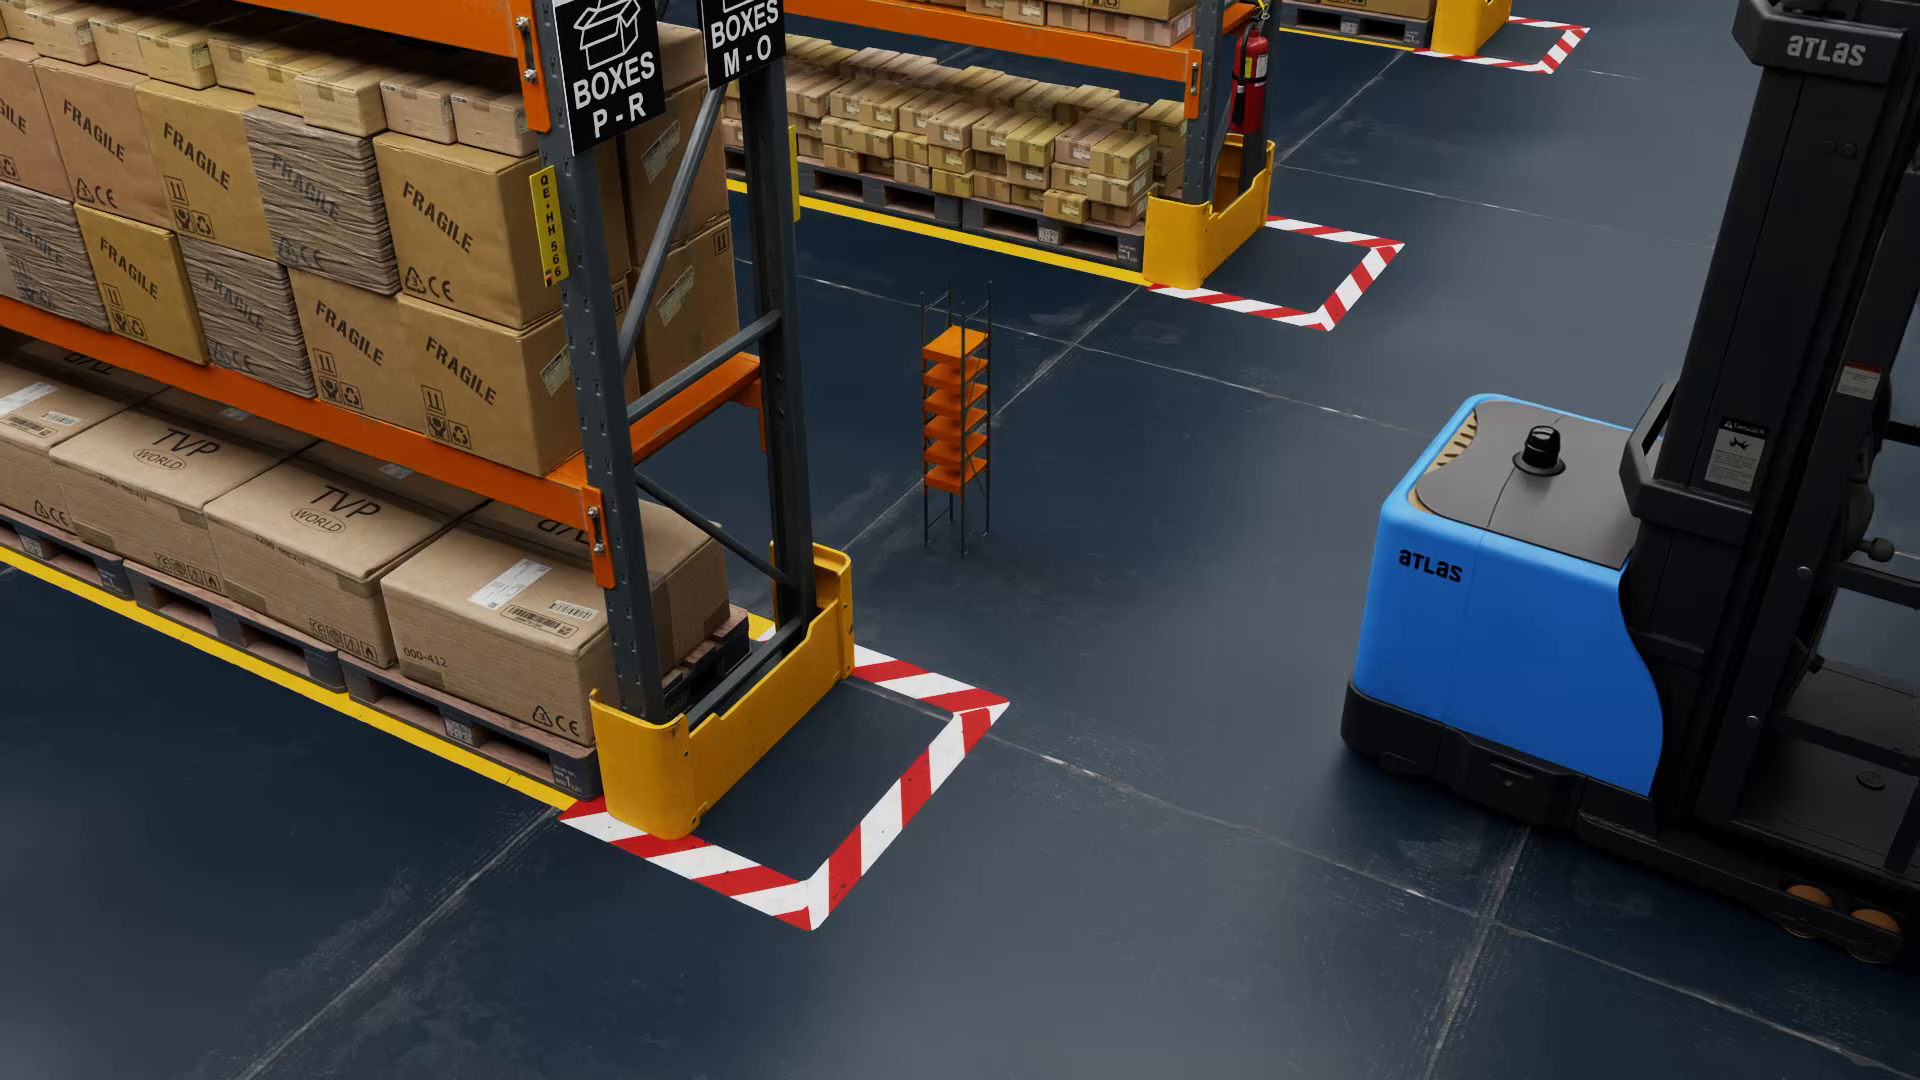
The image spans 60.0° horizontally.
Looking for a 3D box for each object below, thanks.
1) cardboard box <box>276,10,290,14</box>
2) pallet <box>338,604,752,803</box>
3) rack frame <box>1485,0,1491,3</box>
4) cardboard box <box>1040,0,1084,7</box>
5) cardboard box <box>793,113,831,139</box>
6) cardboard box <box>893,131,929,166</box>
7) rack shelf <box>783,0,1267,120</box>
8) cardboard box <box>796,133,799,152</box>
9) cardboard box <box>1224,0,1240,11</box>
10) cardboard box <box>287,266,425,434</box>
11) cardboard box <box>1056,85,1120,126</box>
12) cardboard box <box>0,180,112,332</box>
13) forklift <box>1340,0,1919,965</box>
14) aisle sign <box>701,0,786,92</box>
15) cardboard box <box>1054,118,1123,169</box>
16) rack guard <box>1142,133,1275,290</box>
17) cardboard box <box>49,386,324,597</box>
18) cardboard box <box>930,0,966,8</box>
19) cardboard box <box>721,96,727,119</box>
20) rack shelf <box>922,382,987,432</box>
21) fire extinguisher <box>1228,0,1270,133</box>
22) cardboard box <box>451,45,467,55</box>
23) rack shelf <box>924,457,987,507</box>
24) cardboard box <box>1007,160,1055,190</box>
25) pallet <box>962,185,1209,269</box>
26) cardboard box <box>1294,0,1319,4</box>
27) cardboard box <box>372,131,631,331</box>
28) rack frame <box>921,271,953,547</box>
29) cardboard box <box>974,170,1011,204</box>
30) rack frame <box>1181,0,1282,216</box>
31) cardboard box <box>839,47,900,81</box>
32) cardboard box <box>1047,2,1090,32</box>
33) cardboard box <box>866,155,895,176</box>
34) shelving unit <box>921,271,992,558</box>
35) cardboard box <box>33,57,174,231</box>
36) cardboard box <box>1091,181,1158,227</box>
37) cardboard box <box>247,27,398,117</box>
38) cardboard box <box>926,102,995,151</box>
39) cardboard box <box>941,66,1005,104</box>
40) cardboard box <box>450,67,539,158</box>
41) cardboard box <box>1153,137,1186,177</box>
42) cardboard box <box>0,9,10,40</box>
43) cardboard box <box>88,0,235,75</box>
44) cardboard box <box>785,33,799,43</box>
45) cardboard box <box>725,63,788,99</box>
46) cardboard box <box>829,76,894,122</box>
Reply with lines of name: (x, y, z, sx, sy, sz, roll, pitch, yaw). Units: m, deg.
cardboard box: (-2.136, -1.861, 5.762, 0.250, 0.149, 0.380, 18, 38, 25)
pallet: (-1.579, 0.439, 6.400, 1.213, 0.211, 1.003, 18, 37, 24)
rack frame: (4.071, -5.308, 12.515, 0.127, 3.000, 1.000, 18, 37, 24)
cardboard box: (0.560, -3.258, 9.078, 0.500, 0.500, 0.500, 17, 37, 24)
cardboard box: (-0.841, -2.669, 10.476, 0.250, 0.149, 0.380, 19, 38, 27)
cardboard box: (-0.199, -2.426, 10.112, 0.250, 0.149, 0.380, 20, 38, 27)
rack shelf: (-0.214, -3.199, 9.997, 4.000, 0.370, 1.077, 18, 37, 24)
cardboard box: (-1.076, -2.620, 10.671, 0.250, 0.149, 0.380, 17, 37, 23)
cardboard box: (1.404, -3.091, 9.412, 0.250, 0.149, 0.380, 17, 37, 24)
cardboard box: (-1.824, -0.731, 5.551, 0.500, 0.500, 0.500, 17, 37, 23)
cardboard box: (0.782, -2.641, 10.166, 0.250, 0.149, 0.380, 17, 37, 24)
cardboard box: (-3.178, -1.145, 6.174, 0.500, 0.500, 0.500, 18, 38, 25)
forklift: (2.903, -0.225, 4.943, 3.031, 2.935, 1.130, 20, 38, 27)
aisle sign: (-0.640, -1.741, 4.812, 0.004, 0.787, 0.394, 18, 37, 24)
cardboard box: (0.747, -2.305, 9.662, 0.250, 0.149, 0.380, 18, 38, 25)
rack guard: (1.456, -1.929, 9.696, 0.348, 0.500, 1.175, 18, 37, 24)
cardboard box: (-3.050, -0.277, 6.893, 0.875, 0.438, 0.875, 16, 37, 23)
cardboard box: (0.024, -3.195, 9.568, 0.250, 0.149, 0.380, 16, 37, 22)
cardboard box: (-1.530, -2.881, 10.795, 0.250, 0.149, 0.380, 18, 38, 25)
rack shelf: (-0.013, -0.566, 6.882, 0.180, 0.103, 0.258, 18, 37, 24)
fire extinguisher: (1.512, -2.470, 8.659, 0.183, 0.674, 0.296, 18, 37, 24)
cardboard box: (-1.449, -1.662, 5.462, 0.250, 0.149, 0.380, 19, 38, 26)
rack shelf: (-0.013, -0.267, 7.081, 0.180, 0.103, 0.258, 18, 37, 24)
cardboard box: (0.470, -2.211, 9.788, 0.250, 0.149, 0.380, 16, 37, 23)
pallet: (0.769, -2.050, 10.137, 1.213, 0.211, 1.003, 18, 37, 24)
cardboard box: (2.686, -4.986, 13.569, 0.875, 0.875, 0.875, 18, 37, 24)
cardboard box: (-1.383, -1.015, 5.075, 0.500, 0.500, 0.500, 19, 38, 26)
rack frame: (-0.092, -0.529, 6.961, 0.006, 1.200, 0.240, 18, 37, 24)
cardboard box: (0.281, -2.179, 10.009, 0.250, 0.149, 0.380, 18, 38, 25)
rack frame: (1.522, -2.949, 8.972, 0.127, 3.000, 1.000, 18, 37, 24)
cardboard box: (-0.584, -3.057, 10.791, 0.250, 0.149, 0.380, 16, 37, 22)
cardboard box: (0.676, -2.946, 9.195, 0.250, 0.149, 0.380, 17, 37, 24)
cardboard box: (-0.381, -2.410, 10.355, 0.250, 0.149, 0.380, 19, 38, 26)
shelving unit: (-0.013, -0.503, 6.923, 0.189, 1.200, 0.258, 18, 37, 24)
cardboard box: (-2.715, -1.421, 5.686, 0.500, 0.500, 0.500, 17, 37, 24)
cardboard box: (0.962, -1.981, 9.712, 0.250, 0.149, 0.380, 18, 38, 25)
cardboard box: (-1.954, -1.447, 5.139, 0.250, 0.149, 0.380, 18, 38, 25)
cardboard box: (0.005, -2.464, 9.900, 0.250, 0.149, 0.380, 19, 38, 26)
cardboard box: (0.084, -2.845, 10.472, 0.250, 0.149, 0.380, 18, 38, 25)
cardboard box: (-1.257, -1.269, 4.872, 0.250, 0.149, 0.380, 18, 38, 25)
cardboard box: (1.195, -2.328, 9.965, 0.250, 0.149, 0.380, 19, 38, 26)
cardboard box: (-3.299, -1.858, 5.756, 0.250, 0.149, 0.380, 16, 37, 23)
cardboard box: (-2.611, -1.675, 5.481, 0.250, 0.149, 0.380, 19, 38, 26)
cardboard box: (-1.271, -3.261, 11.097, 0.250, 0.149, 0.380, 18, 38, 25)
cardboard box: (-1.301, -2.940, 10.615, 0.250, 0.149, 0.380, 17, 37, 24)
cardboard box: (-0.605, -2.735, 10.307, 0.250, 0.149, 0.380, 16, 37, 22)
